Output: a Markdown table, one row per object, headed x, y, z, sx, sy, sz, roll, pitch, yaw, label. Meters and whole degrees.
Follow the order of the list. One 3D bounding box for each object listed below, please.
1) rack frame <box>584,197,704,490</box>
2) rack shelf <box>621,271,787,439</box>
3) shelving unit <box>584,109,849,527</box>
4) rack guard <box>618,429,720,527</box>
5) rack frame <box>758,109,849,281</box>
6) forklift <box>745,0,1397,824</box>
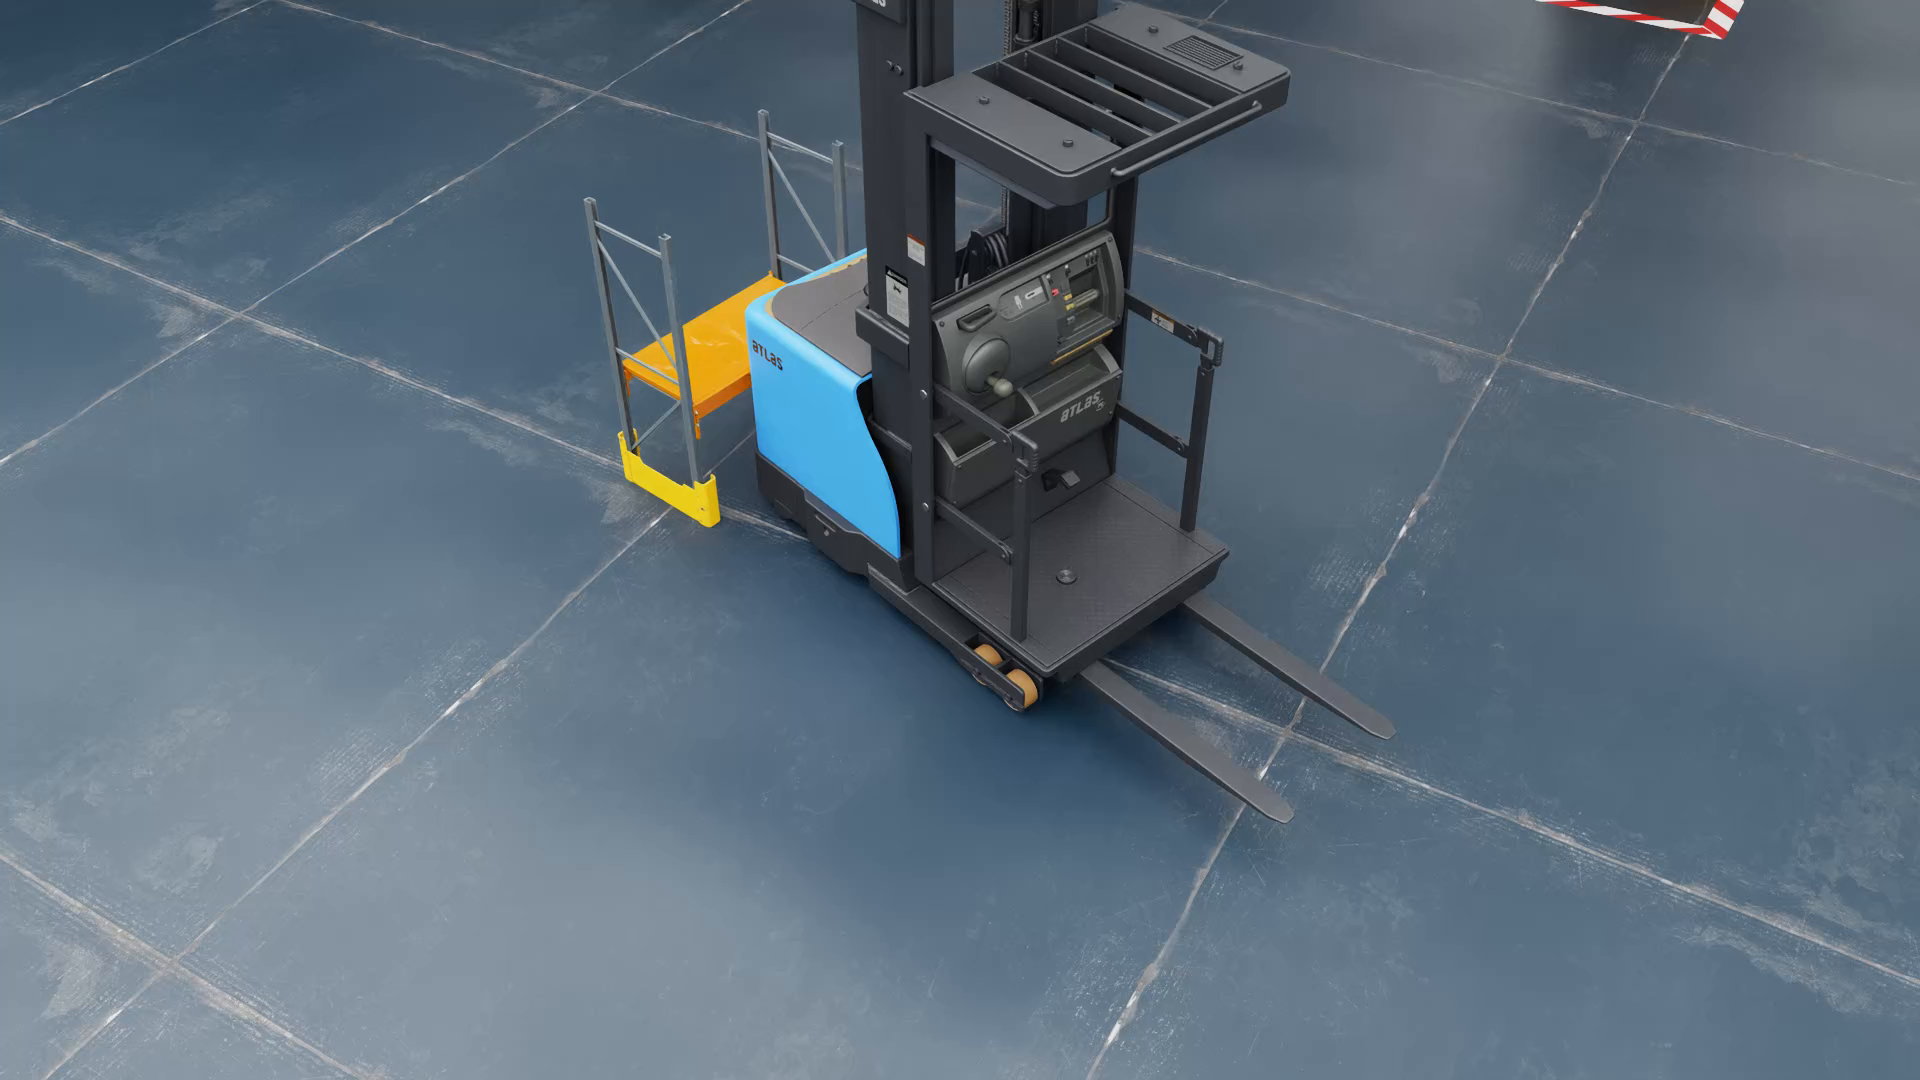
| x | y | z | sx | sy | sz | roll | pitch | yaw | label |
| --- | --- | --- | --- | --- | --- | --- | --- | --- | --- |
| -1.361 | -0.751 | 7.284 | 0.500 | 1.500 | 0.032 | 29 | 49 | 29 | rack frame |
| -1.035 | -0.874 | 7.696 | 0.538 | 0.185 | 1.000 | 29 | 49 | 29 | rack shelf |
| -1.029 | -1.014 | 7.582 | 0.587 | 1.500 | 1.083 | 29 | 49 | 29 | shelving unit |
| -1.348 | -0.292 | 7.708 | 0.587 | 0.250 | 0.087 | 29 | 49 | 29 | rack guard |
| -0.710 | -1.267 | 7.870 | 0.500 | 1.500 | 0.032 | 29 | 49 | 29 | rack frame |
| 0.421 | -0.790 | 6.245 | 1.130 | 2.935 | 3.031 | -31 | 50 | -30 | forklift |
